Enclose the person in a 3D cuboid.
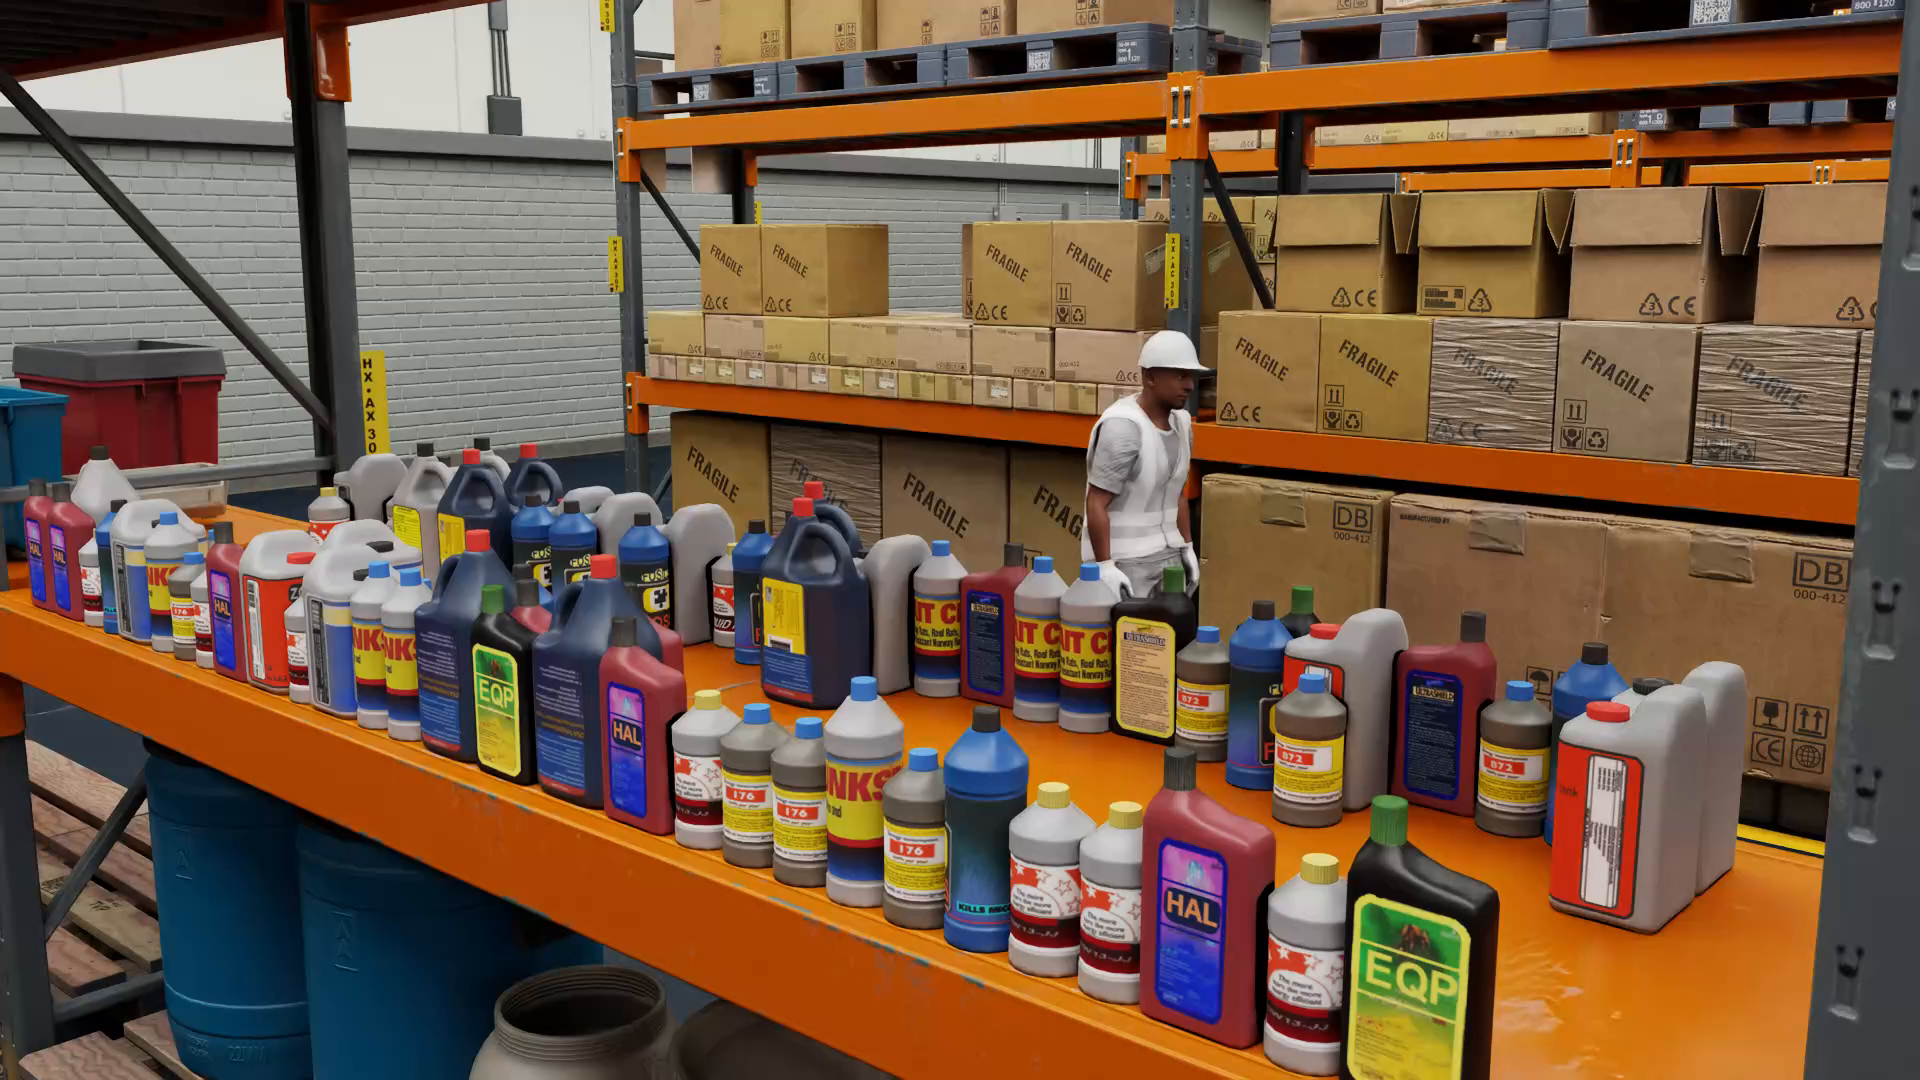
[{"bbox_3d":[0.710,0.094,6.346,0.454,1.774,0.624,9,13,40],"label":"person"}]
